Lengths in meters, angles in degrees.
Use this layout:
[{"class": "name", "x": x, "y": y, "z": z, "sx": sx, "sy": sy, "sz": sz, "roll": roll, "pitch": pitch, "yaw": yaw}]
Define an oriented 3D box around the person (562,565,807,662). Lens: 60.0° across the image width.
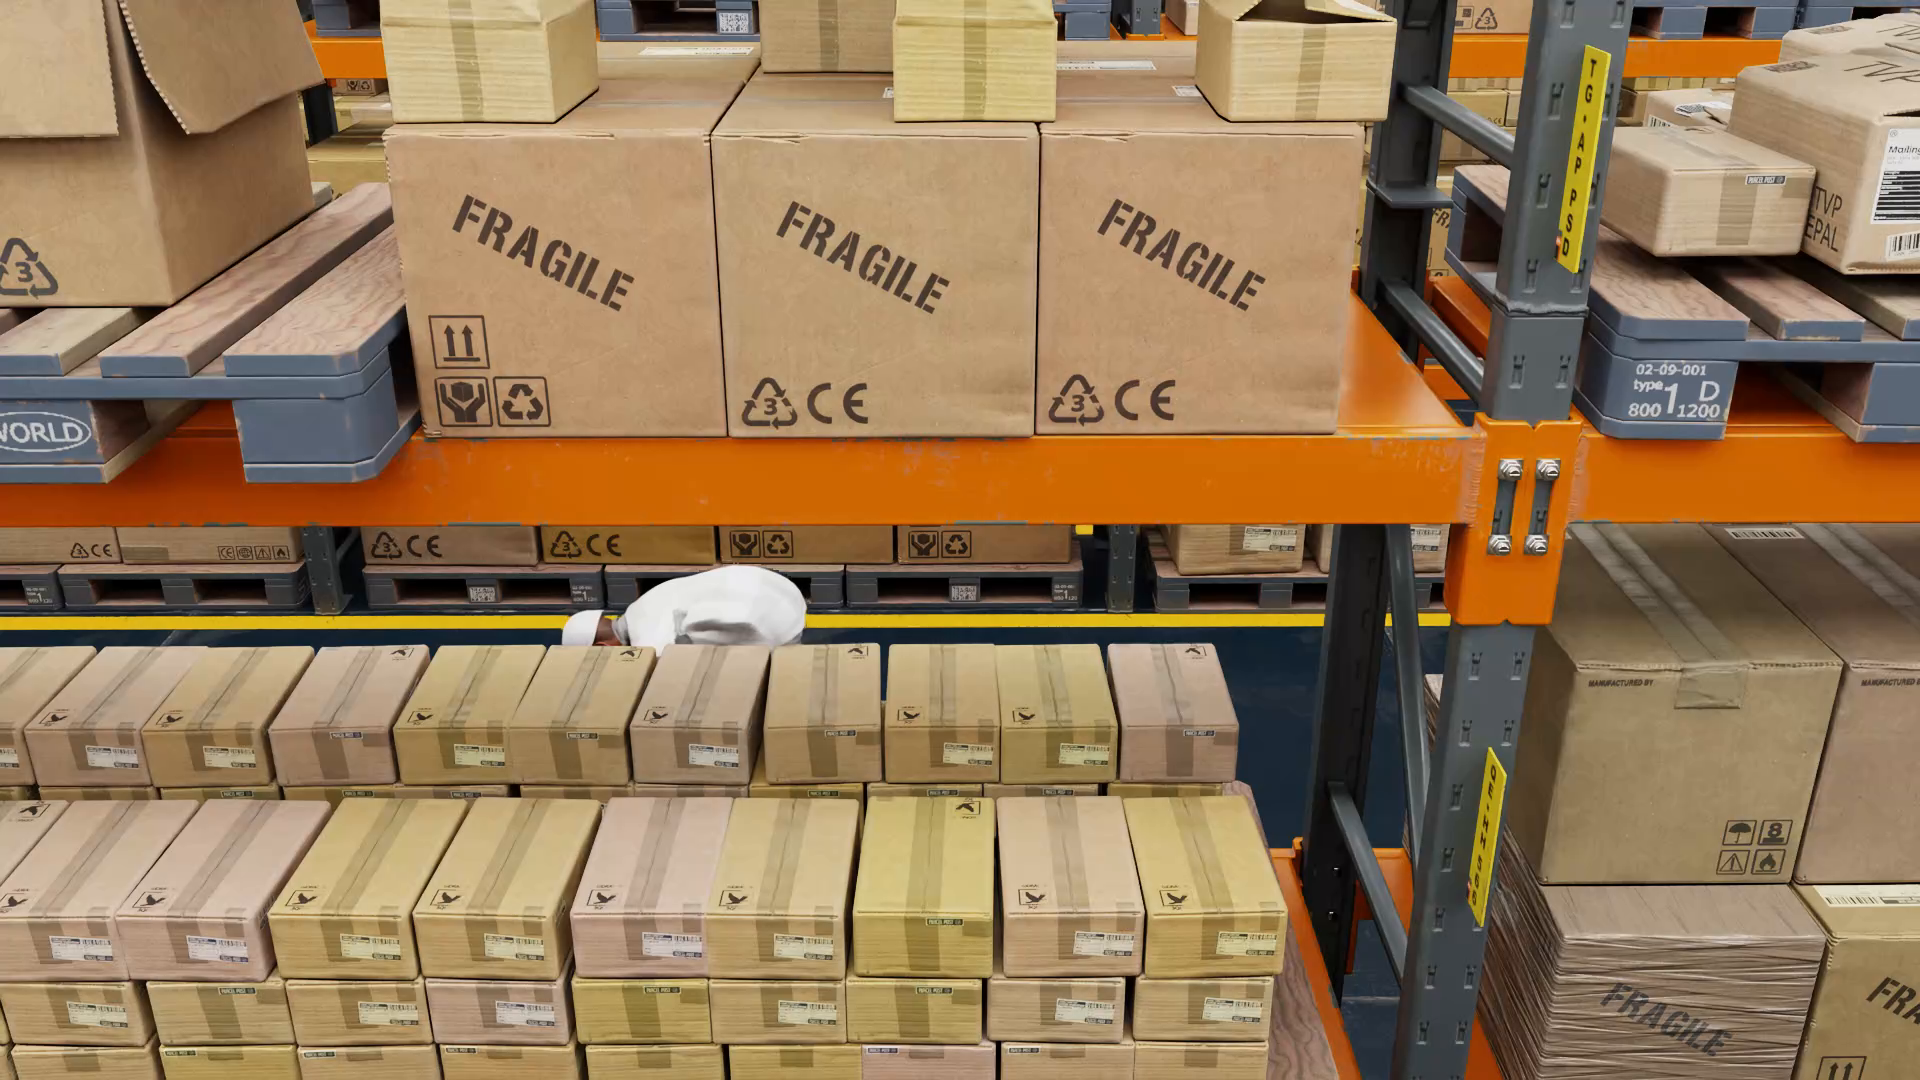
[{"class": "person", "x": -1.136, "y": 0.553, "z": 6.940, "sx": 1.004, "sy": 0.896, "sz": 0.520, "roll": -1, "pitch": 24, "yaw": -3}]
